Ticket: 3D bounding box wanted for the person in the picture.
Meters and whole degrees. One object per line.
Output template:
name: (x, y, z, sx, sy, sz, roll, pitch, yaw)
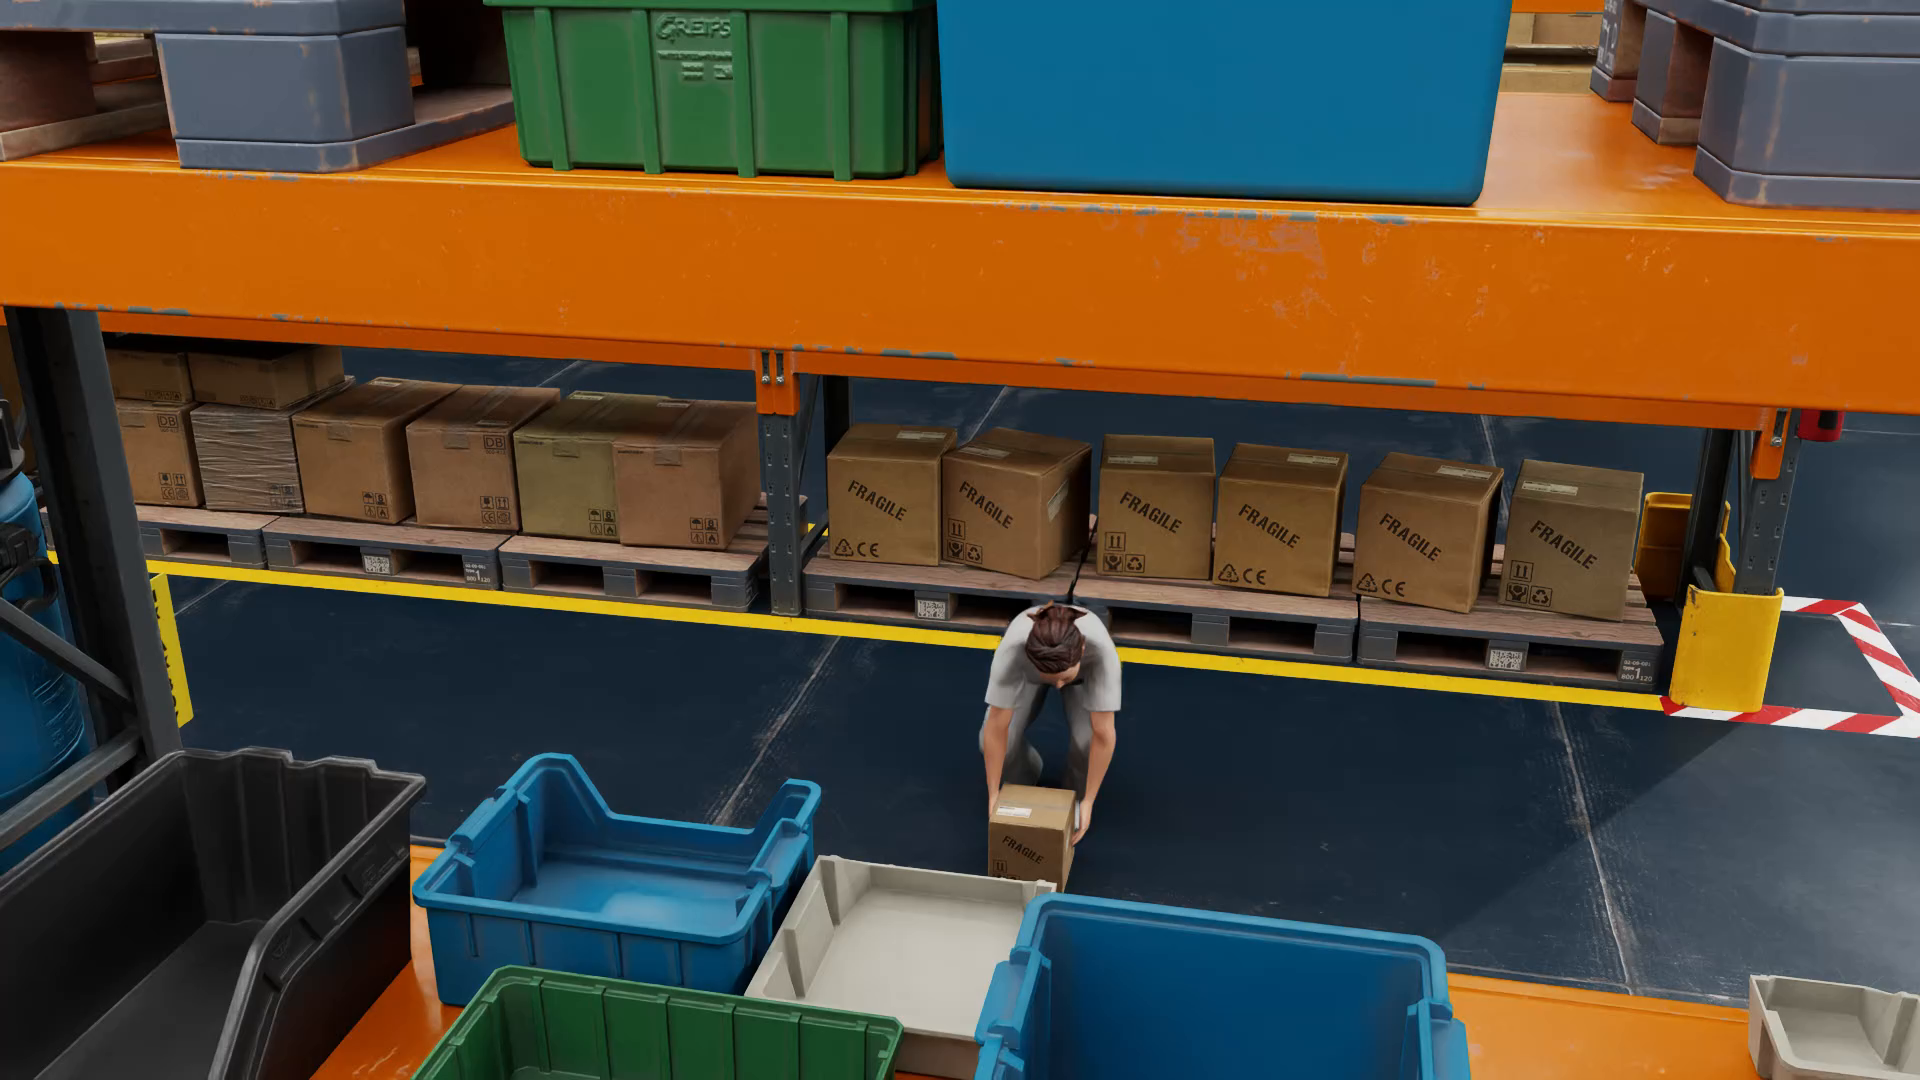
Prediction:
person: (0.326, 0.562, 5.715, 0.484, 0.910, 0.795, 4, 22, 11)
